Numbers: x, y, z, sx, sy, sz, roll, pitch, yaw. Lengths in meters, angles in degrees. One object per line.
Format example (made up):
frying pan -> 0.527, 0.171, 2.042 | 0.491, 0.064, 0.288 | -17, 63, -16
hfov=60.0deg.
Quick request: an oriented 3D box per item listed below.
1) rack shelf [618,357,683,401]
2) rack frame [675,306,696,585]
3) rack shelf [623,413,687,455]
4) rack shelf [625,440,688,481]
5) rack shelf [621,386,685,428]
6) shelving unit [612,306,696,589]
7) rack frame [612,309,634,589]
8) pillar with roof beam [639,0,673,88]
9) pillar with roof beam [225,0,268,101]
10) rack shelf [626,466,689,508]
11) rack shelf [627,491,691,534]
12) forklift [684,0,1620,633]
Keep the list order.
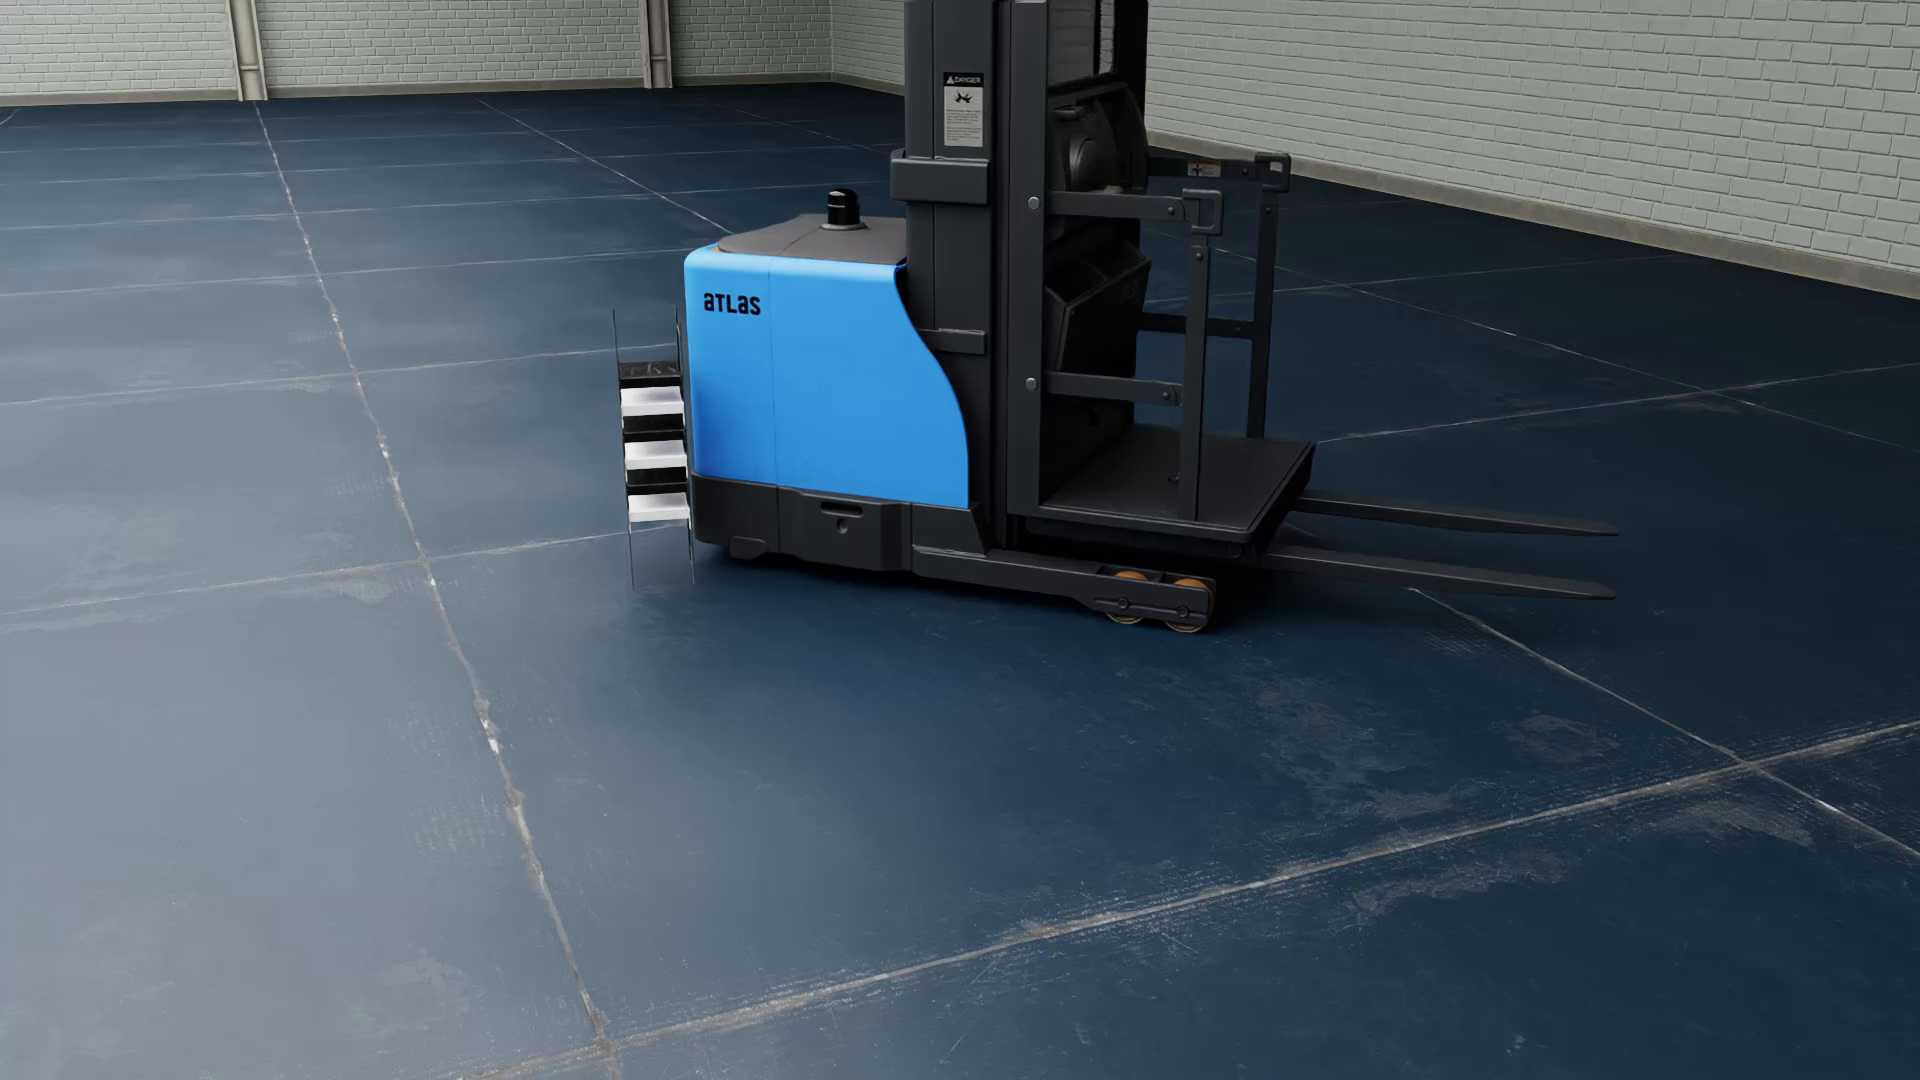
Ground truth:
rack shelf -> -1.017, -0.529, 5.457 | 0.200, 0.077, 0.258 | -4, 20, -11
rack frame -> -0.918, -0.313, 5.556 | 0.006, 0.900, 0.240 | -4, 20, -11
rack shelf -> -1.017, -0.359, 5.517 | 0.200, 0.077, 0.258 | -4, 20, -11
rack shelf -> -1.017, -0.274, 5.547 | 0.200, 0.077, 0.258 | -4, 20, -11
rack shelf -> -1.017, -0.444, 5.487 | 0.200, 0.077, 0.258 | -4, 20, -11
shelving unit -> -1.017, -0.306, 5.536 | 0.210, 0.900, 0.258 | -4, 20, -11
rack frame -> -1.117, -0.299, 5.516 | 0.006, 0.900, 0.240 | -4, 20, -11
pillar with roof beam -> -3.109, -10.155, 21.313 | 0.400, 9.000, 9.100 | -8, 21, -22
pillar with roof beam -> -8.619, -9.365, 19.071 | 0.400, 9.000, 9.100 | -8, 21, -22
rack shelf -> -1.017, -0.189, 5.577 | 0.200, 0.077, 0.258 | -4, 20, -11
rack shelf -> -1.017, -0.105, 5.606 | 0.200, 0.077, 0.258 | -4, 20, -11
forklift -> 0.635, -1.291, 5.276 | 3.031, 2.935, 1.130 | 7, 21, 20
